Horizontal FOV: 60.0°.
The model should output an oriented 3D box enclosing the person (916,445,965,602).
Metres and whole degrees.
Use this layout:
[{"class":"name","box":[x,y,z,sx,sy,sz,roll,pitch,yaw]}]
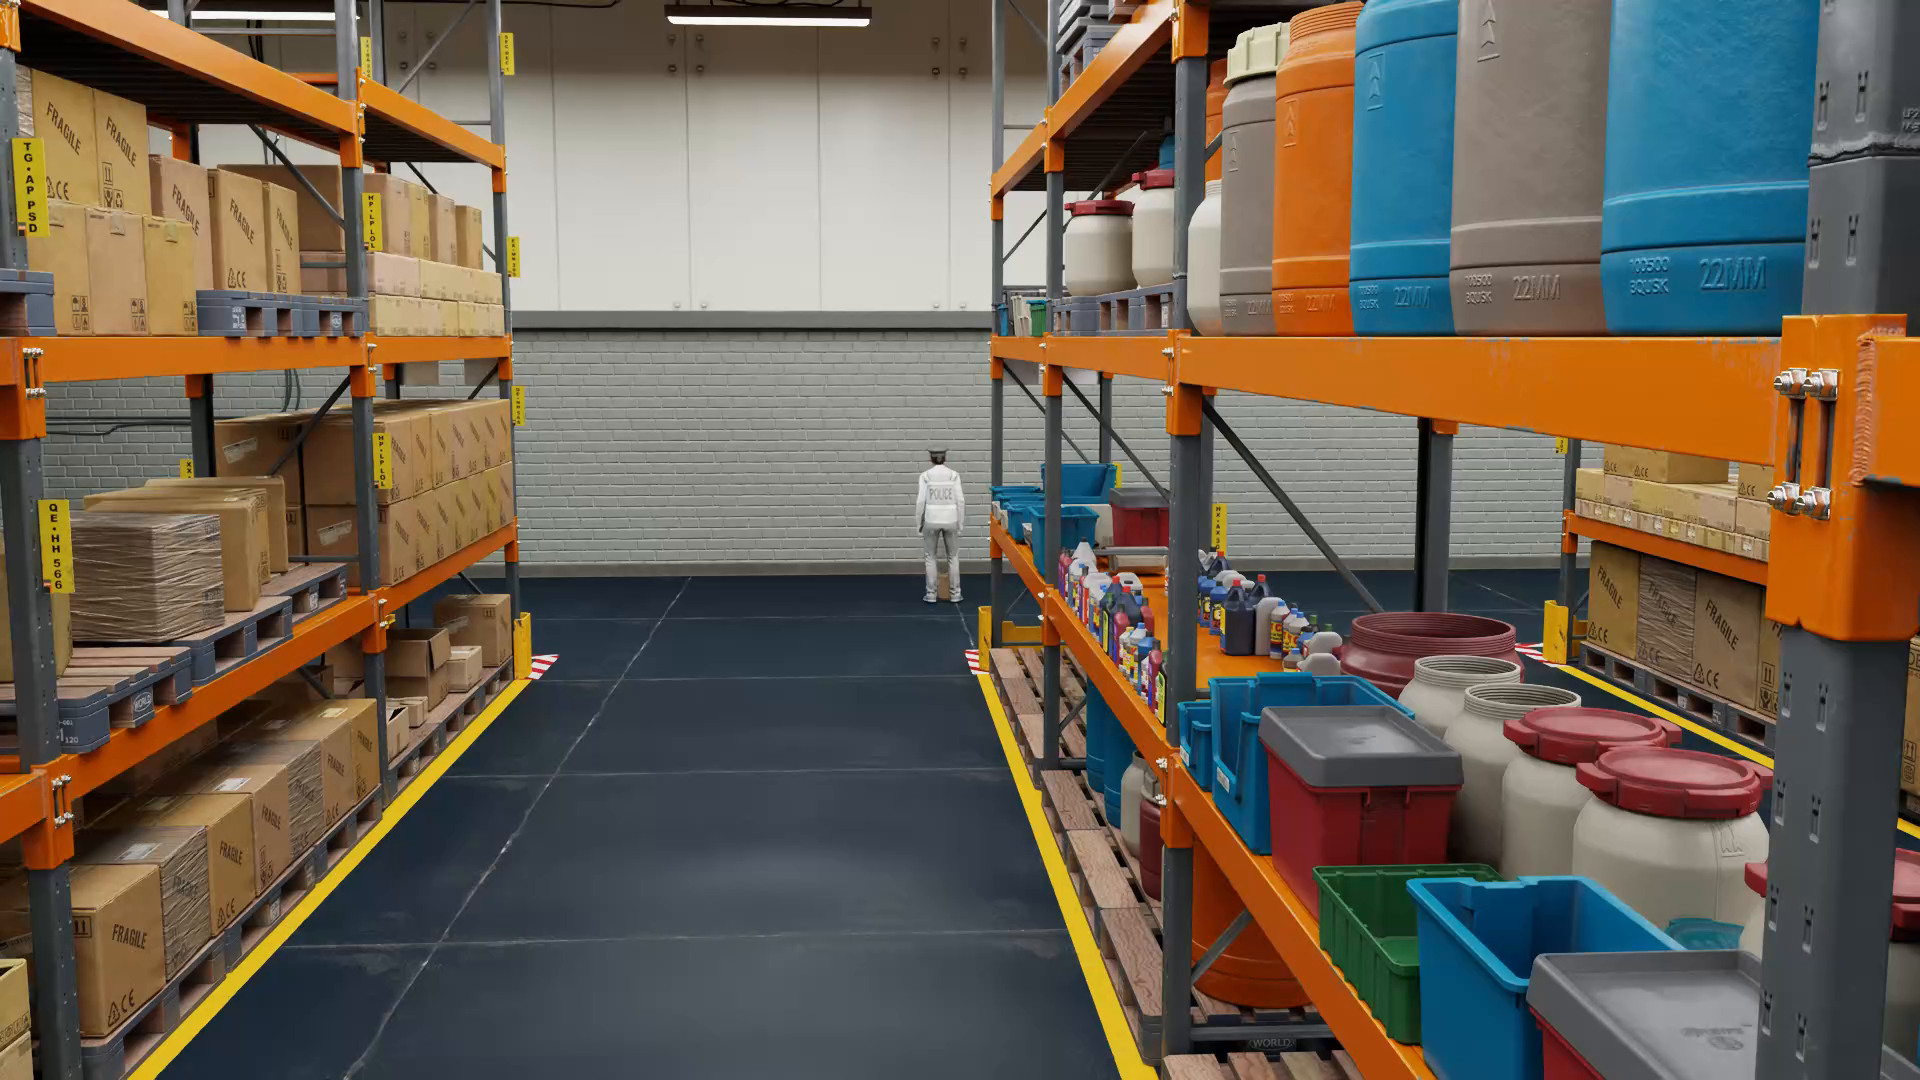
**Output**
[{"class":"person","box":[-0.212,-0.166,17.599,0.518,1.663,0.369,-1,7,-6]}]
